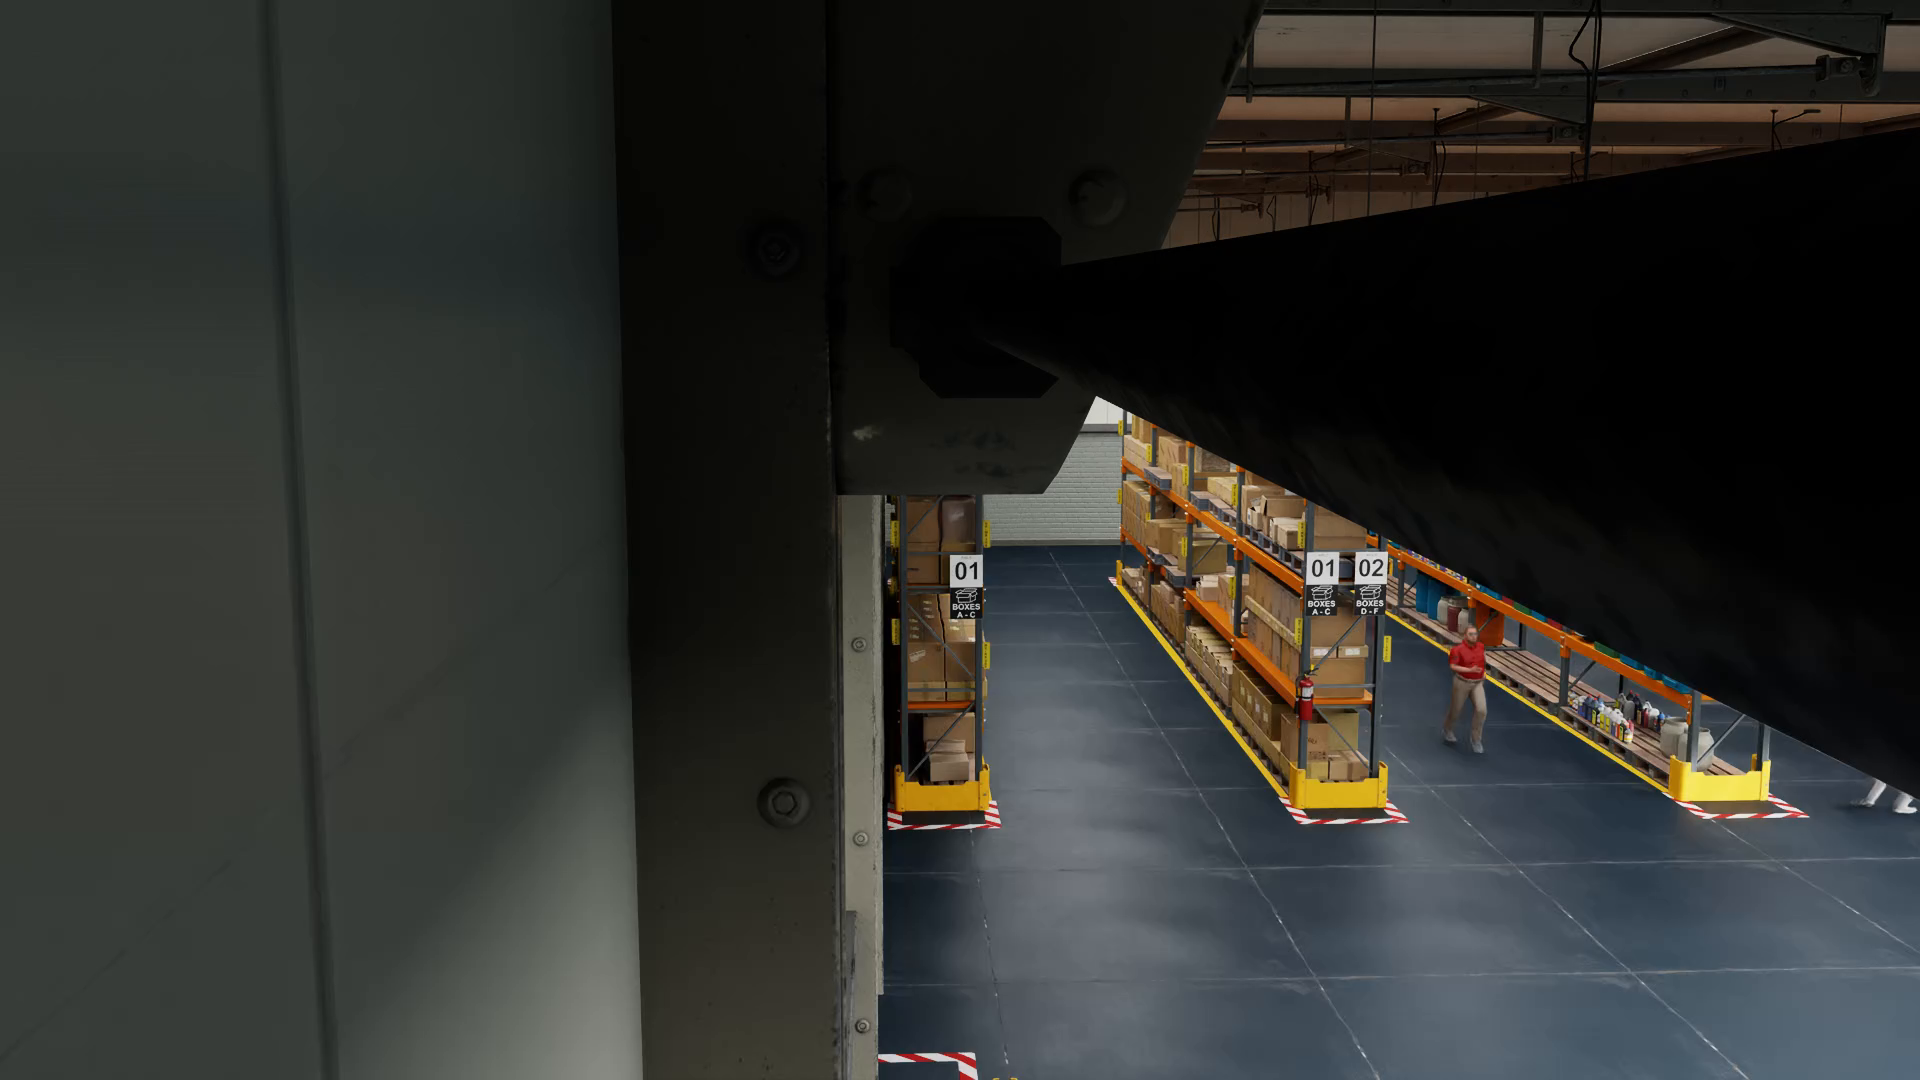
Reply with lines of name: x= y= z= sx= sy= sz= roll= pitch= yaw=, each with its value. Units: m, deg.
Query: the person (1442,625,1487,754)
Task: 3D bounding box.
person: x=7.093 y=2.073 z=23.237 sx=0.651 sy=1.799 sz=0.871 roll=-2 pitch=9 yaw=-14

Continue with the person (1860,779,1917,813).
person: x=11.618 y=2.594 z=20.406 sx=0.851 sy=1.519 sz=0.630 roll=-2 pitch=9 yaw=-14
